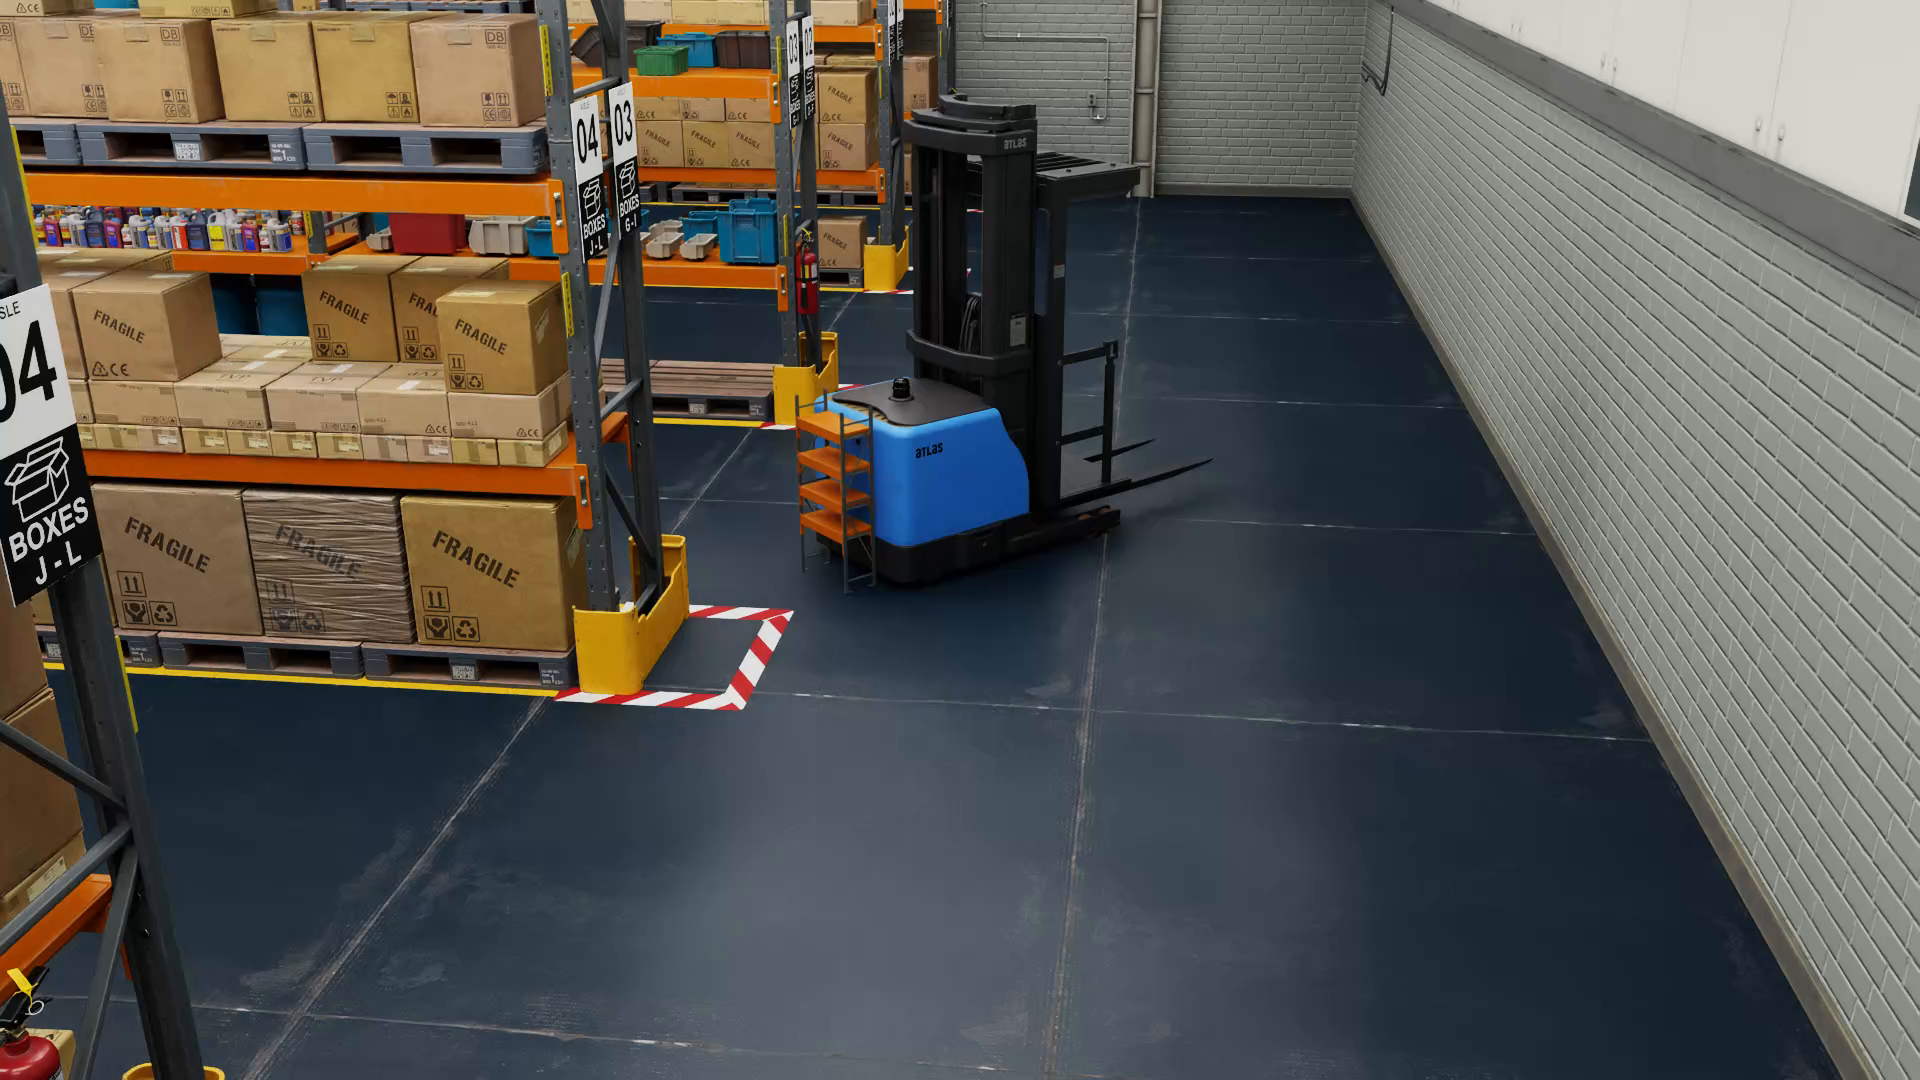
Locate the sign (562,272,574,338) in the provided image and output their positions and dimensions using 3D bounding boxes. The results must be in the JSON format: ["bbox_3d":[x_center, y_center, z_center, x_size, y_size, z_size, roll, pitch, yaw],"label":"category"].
[{"bbox_3d":[-2.002,-1.201,8.500,0.005,0.325,0.100,2,22,6],"label":"sign"}]

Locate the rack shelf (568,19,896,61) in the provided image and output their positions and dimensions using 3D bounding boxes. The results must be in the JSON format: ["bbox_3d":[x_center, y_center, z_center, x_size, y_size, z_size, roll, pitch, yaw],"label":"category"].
[{"bbox_3d":[-2.741,-5.513,18.204,4.000,0.370,1.077,2,22,6],"label":"rack shelf"}]

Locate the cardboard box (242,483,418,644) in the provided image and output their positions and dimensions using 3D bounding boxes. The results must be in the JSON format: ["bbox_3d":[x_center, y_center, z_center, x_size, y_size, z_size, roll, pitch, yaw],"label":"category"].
[{"bbox_3d":[-3.473,0.005,9.665,0.875,0.875,0.875,2,22,6],"label":"cardboard box"}]

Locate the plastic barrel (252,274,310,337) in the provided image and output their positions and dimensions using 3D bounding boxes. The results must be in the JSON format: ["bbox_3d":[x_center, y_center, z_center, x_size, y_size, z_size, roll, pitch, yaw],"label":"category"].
[{"bbox_3d":[-5.852,-1.980,14.652,0.708,0.901,0.600,2,22,6],"label":"plastic barrel"}]

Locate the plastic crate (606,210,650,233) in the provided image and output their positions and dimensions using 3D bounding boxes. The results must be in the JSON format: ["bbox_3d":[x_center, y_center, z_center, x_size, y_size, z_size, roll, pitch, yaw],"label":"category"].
[{"bbox_3d":[-2.855,-2.696,14.325,0.300,0.233,0.416,2,22,6],"label":"plastic crate"}]

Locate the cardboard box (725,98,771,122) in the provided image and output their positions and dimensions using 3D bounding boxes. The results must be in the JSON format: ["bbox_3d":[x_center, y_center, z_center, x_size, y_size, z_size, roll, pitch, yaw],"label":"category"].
[{"bbox_3d":[-2.246,-4.839,18.103,0.500,0.500,0.500,3,22,8],"label":"cardboard box"}]

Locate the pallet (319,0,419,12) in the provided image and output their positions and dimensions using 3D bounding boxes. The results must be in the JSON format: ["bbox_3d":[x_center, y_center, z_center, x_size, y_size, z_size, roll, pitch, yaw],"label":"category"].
[{"bbox_3d":[-6.397,-5.944,18.572,1.003,0.211,1.213,2,22,6],"label":"pallet"}]

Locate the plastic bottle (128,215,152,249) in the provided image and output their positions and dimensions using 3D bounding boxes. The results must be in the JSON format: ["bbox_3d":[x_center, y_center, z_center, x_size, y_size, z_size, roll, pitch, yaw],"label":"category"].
[{"bbox_3d":[-6.971,-2.626,14.170,0.135,0.276,0.152,2,22,6],"label":"plastic bottle"}]

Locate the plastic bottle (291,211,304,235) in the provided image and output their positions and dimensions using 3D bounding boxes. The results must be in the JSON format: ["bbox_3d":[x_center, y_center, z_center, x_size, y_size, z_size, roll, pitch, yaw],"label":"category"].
[{"bbox_3d":[-5.877,-2.814,14.749,0.097,0.201,0.097,0,22,0],"label":"plastic bottle"}]

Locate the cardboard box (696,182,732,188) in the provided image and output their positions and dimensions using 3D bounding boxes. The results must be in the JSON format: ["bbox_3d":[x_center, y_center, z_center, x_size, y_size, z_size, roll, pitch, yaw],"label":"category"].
[{"bbox_3d":[-3.417,-5.311,23.623,0.500,0.500,0.700,3,22,7],"label":"cardboard box"}]

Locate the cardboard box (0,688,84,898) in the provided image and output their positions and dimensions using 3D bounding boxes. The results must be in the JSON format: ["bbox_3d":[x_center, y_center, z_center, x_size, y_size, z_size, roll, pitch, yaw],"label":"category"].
[{"bbox_3d":[-3.022,0.752,4.918,0.500,0.500,0.500,4,22,9],"label":"cardboard box"}]

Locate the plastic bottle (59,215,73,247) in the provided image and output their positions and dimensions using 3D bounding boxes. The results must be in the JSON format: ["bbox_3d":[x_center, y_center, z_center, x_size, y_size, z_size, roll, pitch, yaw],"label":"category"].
[{"bbox_3d":[-7.635,-2.642,14.219,0.097,0.271,0.097,0,22,0],"label":"plastic bottle"}]

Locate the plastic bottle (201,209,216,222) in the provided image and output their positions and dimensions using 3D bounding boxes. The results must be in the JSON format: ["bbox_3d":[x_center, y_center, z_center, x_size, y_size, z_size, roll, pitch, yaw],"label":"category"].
[{"bbox_3d":[-6.432,-2.689,14.229,0.185,0.351,0.144,2,22,6],"label":"plastic bottle"}]

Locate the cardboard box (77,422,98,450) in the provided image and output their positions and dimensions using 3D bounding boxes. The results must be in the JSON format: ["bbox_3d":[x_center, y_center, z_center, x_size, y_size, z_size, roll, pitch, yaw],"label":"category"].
[{"bbox_3d":[-4.858,-0.638,9.316,0.250,0.149,0.380,2,22,5],"label":"cardboard box"}]

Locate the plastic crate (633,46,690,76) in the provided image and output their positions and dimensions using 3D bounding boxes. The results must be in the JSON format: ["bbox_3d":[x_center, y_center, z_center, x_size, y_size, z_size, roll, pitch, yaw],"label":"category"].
[{"bbox_3d":[-2.355,-3.793,13.162,0.336,0.188,0.450,2,22,6],"label":"plastic crate"}]

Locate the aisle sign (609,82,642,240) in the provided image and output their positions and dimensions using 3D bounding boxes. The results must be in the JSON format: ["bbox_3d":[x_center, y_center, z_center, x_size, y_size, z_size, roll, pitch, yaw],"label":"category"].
[{"bbox_3d":[-1.818,-2.065,9.047,0.004,0.787,0.394,2,22,6],"label":"aisle sign"}]

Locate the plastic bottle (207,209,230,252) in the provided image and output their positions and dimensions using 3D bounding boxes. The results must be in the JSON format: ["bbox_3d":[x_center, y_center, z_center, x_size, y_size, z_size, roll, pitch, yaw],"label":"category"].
[{"bbox_3d":[-6.265,-2.628,14.075,0.185,0.351,0.144,2,22,6],"label":"plastic bottle"}]

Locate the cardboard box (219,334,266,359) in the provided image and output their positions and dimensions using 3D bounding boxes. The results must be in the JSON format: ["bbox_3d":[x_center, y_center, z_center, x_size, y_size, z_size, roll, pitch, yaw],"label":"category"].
[{"bbox_3d":[-4.406,-1.024,9.750,0.500,0.250,0.500,3,22,7],"label":"cardboard box"}]

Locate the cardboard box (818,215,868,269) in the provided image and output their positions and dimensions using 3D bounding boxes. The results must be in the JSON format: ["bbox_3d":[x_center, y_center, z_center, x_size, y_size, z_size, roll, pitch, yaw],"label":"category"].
[{"bbox_3d":[-1.324,-3.342,18.615,0.500,0.500,0.500,2,22,6],"label":"cardboard box"}]

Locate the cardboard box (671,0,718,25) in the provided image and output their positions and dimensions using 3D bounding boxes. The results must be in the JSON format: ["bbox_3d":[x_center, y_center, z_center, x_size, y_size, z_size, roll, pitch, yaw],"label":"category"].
[{"bbox_3d":[-2.784,-5.687,17.870,0.500,0.250,0.500,2,22,6],"label":"cardboard box"}]

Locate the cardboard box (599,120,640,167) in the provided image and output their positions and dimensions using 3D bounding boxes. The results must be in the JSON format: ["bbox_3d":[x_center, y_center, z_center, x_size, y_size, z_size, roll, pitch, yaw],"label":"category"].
[{"bbox_3d":[-3.744,-4.443,18.463,0.500,0.500,0.500,3,22,7],"label":"cardboard box"}]

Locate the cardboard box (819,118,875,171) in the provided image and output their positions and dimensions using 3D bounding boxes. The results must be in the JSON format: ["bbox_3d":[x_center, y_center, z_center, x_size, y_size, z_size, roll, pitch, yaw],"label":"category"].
[{"bbox_3d":[-1.232,-4.333,18.183,0.500,0.500,0.500,3,22,8],"label":"cardboard box"}]

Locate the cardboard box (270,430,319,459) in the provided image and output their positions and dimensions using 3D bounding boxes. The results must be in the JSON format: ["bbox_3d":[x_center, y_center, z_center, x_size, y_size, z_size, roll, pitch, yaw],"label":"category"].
[{"bbox_3d":[-3.589,-0.583,9.175,0.250,0.149,0.380,3,22,6],"label":"cardboard box"}]

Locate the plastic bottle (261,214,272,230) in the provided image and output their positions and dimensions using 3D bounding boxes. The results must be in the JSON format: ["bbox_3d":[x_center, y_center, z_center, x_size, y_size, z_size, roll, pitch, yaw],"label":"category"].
[{"bbox_3d":[-6.088,-2.767,14.630,0.097,0.201,0.097,0,22,0],"label":"plastic bottle"}]

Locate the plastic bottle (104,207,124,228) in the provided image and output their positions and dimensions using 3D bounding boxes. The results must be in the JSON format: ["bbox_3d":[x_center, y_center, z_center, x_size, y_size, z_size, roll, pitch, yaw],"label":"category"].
[{"bbox_3d":[-7.532,-2.878,14.798,0.133,0.283,0.061,2,22,6],"label":"plastic bottle"}]

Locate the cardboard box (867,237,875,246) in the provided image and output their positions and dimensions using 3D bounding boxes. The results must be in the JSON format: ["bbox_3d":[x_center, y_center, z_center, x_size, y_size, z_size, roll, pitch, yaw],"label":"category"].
[{"bbox_3d":[-1.130,-3.389,19.210,0.250,0.149,0.380,2,22,6],"label":"cardboard box"}]

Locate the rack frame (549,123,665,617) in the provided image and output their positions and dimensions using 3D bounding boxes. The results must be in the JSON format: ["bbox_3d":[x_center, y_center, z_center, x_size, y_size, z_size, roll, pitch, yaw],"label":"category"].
[{"bbox_3d":[-1.924,-0.750,9.256,0.127,3.000,1.000,2,22,6],"label":"rack frame"}]

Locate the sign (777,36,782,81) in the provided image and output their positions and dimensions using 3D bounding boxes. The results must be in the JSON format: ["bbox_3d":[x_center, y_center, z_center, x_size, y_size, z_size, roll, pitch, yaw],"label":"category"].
[{"bbox_3d":[-1.390,-3.703,12.788,0.005,0.325,0.100,2,22,6],"label":"sign"}]

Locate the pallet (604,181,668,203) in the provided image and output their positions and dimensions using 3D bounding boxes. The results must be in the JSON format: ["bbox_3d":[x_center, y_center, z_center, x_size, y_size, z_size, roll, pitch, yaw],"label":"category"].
[{"bbox_3d":[-4.923,-5.057,23.944,1.213,0.211,1.003,2,22,6],"label":"pallet"}]

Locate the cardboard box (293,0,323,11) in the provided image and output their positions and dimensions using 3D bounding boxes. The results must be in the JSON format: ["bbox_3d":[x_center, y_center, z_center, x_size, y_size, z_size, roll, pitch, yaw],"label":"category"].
[{"bbox_3d":[-7.239,-6.103,18.580,0.500,0.500,0.910,2,22,6],"label":"cardboard box"}]

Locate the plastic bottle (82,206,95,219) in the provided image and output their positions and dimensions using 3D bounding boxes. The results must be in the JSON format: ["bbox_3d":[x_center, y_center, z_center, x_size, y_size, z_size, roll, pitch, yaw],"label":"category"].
[{"bbox_3d":[-7.475,-2.737,14.351,0.185,0.351,0.144,2,22,6],"label":"plastic bottle"}]

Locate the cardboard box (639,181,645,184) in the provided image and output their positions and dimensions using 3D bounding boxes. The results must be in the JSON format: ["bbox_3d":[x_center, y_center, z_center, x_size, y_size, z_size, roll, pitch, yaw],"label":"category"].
[{"bbox_3d":[-4.809,-5.524,23.686,0.750,0.750,0.750,3,22,7],"label":"cardboard box"}]

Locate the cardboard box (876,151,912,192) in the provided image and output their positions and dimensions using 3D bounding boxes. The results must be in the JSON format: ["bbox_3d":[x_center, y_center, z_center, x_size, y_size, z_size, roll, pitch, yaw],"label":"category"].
[{"bbox_3d":[-0.882,-5.202,23.346,0.500,0.500,0.700,2,22,6],"label":"cardboard box"}]

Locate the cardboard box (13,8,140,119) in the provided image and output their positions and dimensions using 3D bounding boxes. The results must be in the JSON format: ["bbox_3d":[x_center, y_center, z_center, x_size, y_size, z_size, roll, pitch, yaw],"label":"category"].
[{"bbox_3d":[-4.579,-2.569,8.935,0.500,0.500,0.700,4,22,9],"label":"cardboard box"}]

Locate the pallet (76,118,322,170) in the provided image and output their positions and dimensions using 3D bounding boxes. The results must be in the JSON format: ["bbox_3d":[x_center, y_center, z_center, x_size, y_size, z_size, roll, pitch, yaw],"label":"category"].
[{"bbox_3d":[-3.877,-2.183,8.923,1.213,0.211,1.003,2,22,6],"label":"pallet"}]

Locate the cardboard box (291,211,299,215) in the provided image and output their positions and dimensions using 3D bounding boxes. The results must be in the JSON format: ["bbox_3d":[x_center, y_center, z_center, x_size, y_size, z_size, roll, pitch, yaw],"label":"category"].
[{"bbox_3d":[-7.760,-3.610,19.292,0.500,0.500,0.500,2,22,4],"label":"cardboard box"}]

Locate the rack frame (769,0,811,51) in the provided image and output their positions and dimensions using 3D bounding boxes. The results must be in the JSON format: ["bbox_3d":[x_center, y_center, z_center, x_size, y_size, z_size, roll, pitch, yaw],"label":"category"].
[{"bbox_3d":[-1.341,-5.348,12.727,0.127,3.000,1.000,2,22,6],"label":"rack frame"}]

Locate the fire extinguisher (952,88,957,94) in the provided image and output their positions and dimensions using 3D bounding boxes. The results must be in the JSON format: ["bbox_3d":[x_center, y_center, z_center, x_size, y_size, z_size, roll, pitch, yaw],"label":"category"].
[{"bbox_3d":[-0.080,-5.791,22.619,0.183,0.674,0.296,2,22,6],"label":"fire extinguisher"}]

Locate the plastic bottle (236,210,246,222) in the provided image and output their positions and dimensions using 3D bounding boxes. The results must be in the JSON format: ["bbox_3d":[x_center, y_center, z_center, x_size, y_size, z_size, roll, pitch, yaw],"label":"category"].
[{"bbox_3d":[-6.397,-2.837,14.806,0.097,0.201,0.097,0,22,0],"label":"plastic bottle"}]

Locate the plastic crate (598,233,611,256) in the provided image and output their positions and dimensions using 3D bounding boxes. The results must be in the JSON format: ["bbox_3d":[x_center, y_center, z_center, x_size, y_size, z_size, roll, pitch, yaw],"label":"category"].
[{"bbox_3d":[-3.034,-2.459,13.858,0.250,0.136,0.298,2,22,6],"label":"plastic crate"}]

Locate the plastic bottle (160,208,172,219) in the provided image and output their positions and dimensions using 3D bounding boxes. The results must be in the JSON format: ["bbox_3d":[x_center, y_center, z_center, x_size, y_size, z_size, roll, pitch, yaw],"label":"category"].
[{"bbox_3d":[-7.087,-2.900,14.869,0.097,0.271,0.097,0,22,0],"label":"plastic bottle"}]

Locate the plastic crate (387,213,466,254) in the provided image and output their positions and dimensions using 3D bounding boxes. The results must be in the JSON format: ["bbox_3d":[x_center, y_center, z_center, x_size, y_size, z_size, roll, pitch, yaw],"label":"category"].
[{"bbox_3d":[-4.457,-2.658,13.916,0.583,0.464,0.402,2,22,6],"label":"plastic crate"}]

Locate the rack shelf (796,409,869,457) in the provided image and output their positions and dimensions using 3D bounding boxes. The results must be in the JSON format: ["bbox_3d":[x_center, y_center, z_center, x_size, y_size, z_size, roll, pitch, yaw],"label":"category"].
[{"bbox_3d":[-0.791,-0.678,10.453,0.258,0.148,0.480,-17,27,-36],"label":"rack shelf"}]

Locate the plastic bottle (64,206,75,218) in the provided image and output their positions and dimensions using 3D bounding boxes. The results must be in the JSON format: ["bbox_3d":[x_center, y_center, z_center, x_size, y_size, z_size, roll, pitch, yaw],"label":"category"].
[{"bbox_3d":[-8.009,-2.907,14.984,0.097,0.201,0.097,0,22,0],"label":"plastic bottle"}]

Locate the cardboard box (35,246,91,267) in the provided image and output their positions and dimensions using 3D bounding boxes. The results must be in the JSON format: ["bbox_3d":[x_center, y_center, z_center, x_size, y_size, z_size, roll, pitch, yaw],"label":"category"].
[{"bbox_3d":[-5.409,-1.418,9.725,0.500,0.500,0.500,3,22,8],"label":"cardboard box"}]

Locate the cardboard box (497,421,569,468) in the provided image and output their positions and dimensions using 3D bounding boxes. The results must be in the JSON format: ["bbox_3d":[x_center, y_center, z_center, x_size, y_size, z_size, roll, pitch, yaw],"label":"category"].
[{"bbox_3d":[-2.317,-0.528,9.037,0.250,0.149,0.380,3,22,7],"label":"cardboard box"}]

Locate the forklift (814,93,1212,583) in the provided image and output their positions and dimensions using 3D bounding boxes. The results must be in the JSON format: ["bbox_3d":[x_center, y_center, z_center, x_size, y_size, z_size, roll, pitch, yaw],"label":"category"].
[{"bbox_3d":[0.492,-1.508,11.268,3.031,2.935,1.130,-16,27,-36],"label":"forklift"}]

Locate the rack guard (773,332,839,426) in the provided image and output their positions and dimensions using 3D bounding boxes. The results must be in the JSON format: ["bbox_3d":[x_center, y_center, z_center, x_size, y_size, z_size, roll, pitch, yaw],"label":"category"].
[{"bbox_3d":[-1.316,-1.399,14.299,0.348,0.500,1.175,2,22,6],"label":"rack guard"}]

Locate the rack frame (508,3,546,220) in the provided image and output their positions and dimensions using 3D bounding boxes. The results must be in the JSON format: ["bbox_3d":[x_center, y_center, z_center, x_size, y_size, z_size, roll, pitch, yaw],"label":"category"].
[{"bbox_3d":[-4.727,-4.539,18.842,0.127,3.000,1.000,2,22,6],"label":"rack frame"}]

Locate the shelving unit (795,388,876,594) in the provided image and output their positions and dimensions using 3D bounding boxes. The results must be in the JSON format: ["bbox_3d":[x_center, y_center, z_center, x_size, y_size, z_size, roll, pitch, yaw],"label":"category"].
[{"bbox_3d":[-0.791,-0.312,10.598,0.258,1.200,0.503,-17,27,-36],"label":"shelving unit"}]

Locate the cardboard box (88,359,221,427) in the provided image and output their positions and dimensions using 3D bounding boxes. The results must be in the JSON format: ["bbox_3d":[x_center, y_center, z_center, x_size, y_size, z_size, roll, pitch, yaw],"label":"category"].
[{"bbox_3d":[-4.452,-0.832,9.263,0.500,0.250,0.500,3,22,8],"label":"cardboard box"}]

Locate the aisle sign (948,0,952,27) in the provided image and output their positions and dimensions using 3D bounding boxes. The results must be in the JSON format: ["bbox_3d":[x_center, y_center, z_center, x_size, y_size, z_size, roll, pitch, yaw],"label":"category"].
[{"bbox_3d":[-0.139,-7.271,22.216,0.004,0.787,0.394,2,22,6],"label":"aisle sign"}]

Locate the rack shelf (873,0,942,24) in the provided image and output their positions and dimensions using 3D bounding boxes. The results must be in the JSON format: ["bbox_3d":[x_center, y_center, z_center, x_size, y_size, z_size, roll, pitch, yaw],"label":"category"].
[{"bbox_3d":[-2.162,-7.322,22.779,4.000,0.370,1.077,2,22,6],"label":"rack shelf"}]
